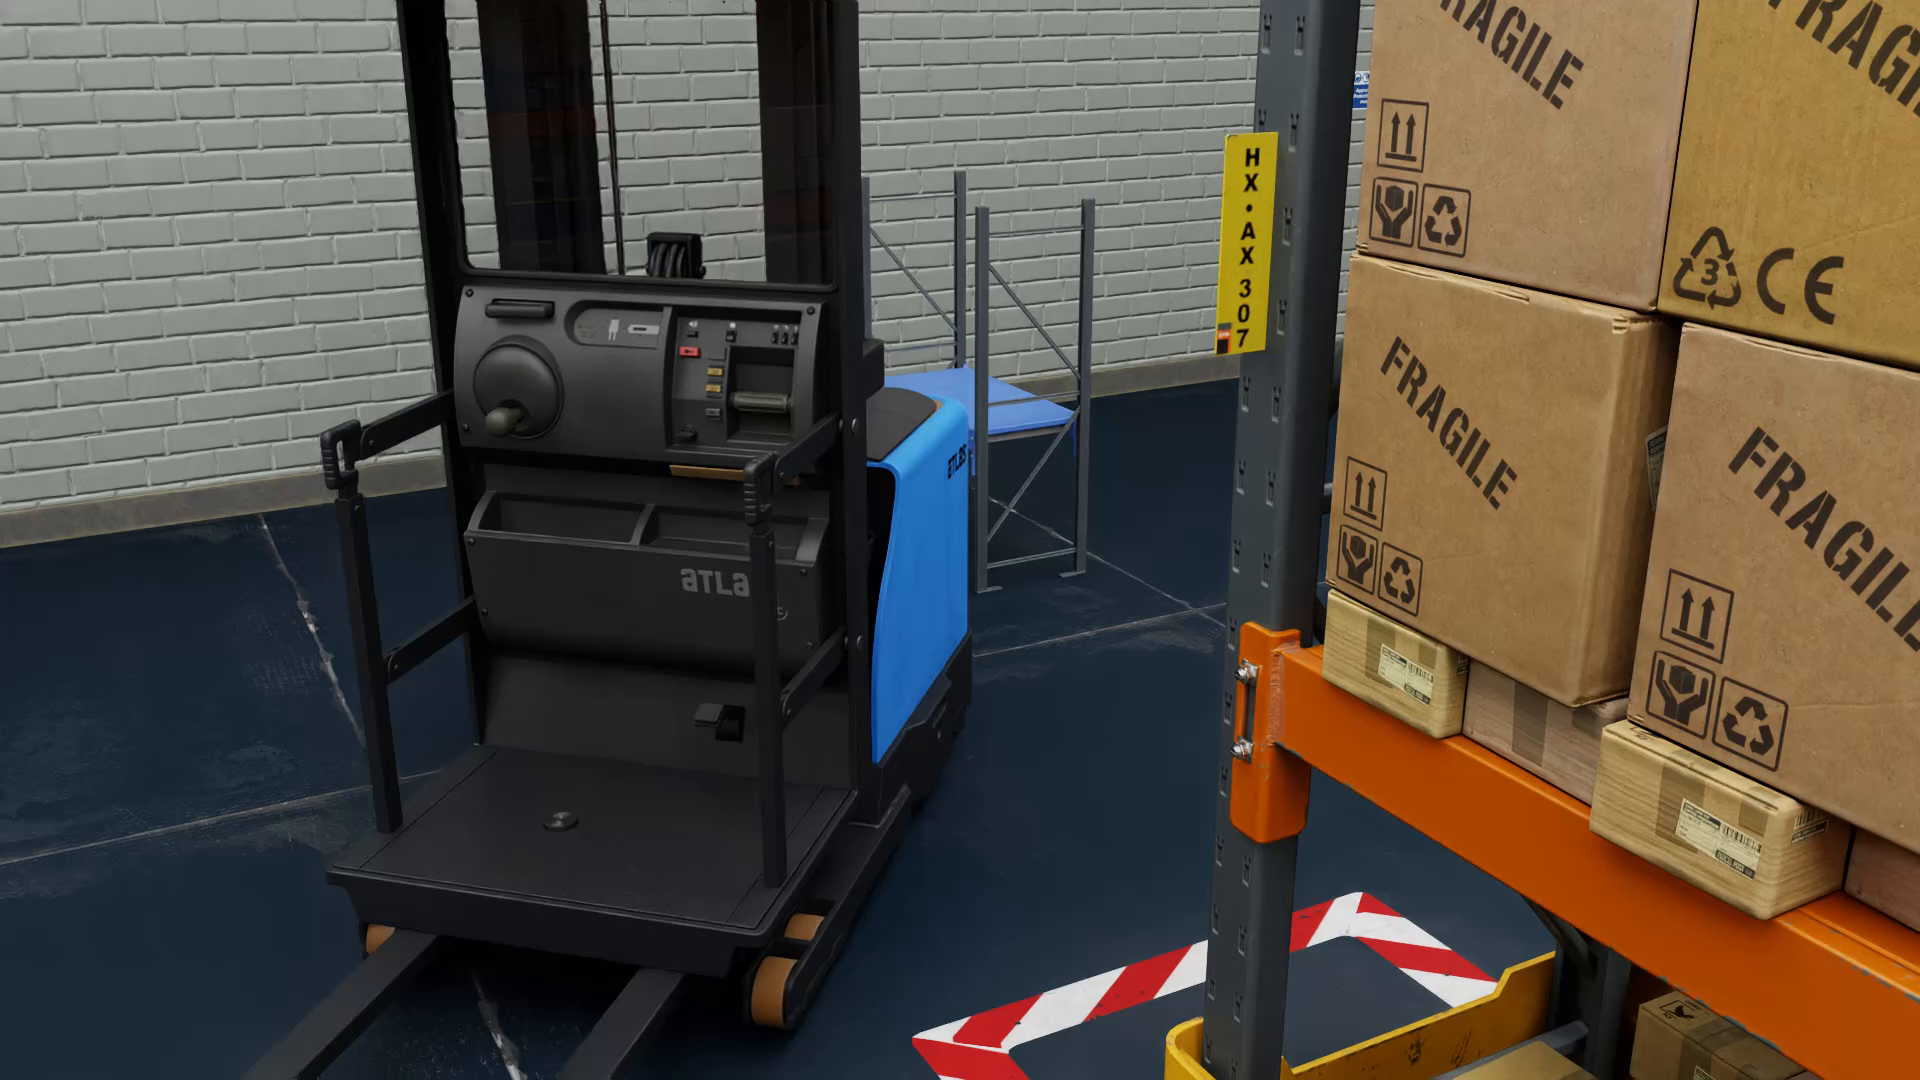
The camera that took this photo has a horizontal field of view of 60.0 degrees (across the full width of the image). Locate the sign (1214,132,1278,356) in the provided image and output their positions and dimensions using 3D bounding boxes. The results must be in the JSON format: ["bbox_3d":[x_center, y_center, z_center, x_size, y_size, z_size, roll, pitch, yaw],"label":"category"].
[{"bbox_3d":[0.429,-0.440,2.480,0.100,0.325,0.005,-10,21,-27],"label":"sign"}]

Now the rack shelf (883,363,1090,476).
[{"bbox_3d":[0.041,-0.514,6.874,0.538,0.185,1.000,-10,21,-27],"label":"rack shelf"}]

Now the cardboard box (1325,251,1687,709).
[{"bbox_3d":[0.877,-0.131,2.303,0.500,0.500,0.500,-9,21,-24],"label":"cardboard box"}]

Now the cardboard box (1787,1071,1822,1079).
[{"bbox_3d":[1.450,0.947,2.603,0.380,0.149,0.250,-10,21,-26],"label":"cardboard box"}]

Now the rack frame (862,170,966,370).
[{"bbox_3d":[-0.201,-0.830,7.239,0.500,1.500,0.032,-10,21,-27],"label":"rack frame"}]

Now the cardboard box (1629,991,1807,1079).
[{"bbox_3d":[1.381,0.866,2.838,0.380,0.149,0.250,-10,21,-26],"label":"cardboard box"}]

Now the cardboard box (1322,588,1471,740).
[{"bbox_3d":[0.772,0.148,2.489,0.380,0.149,0.250,-10,21,-27],"label":"cardboard box"}]

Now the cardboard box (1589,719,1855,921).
[{"bbox_3d":[1.010,0.300,2.048,0.380,0.149,0.250,-11,22,-28],"label":"cardboard box"}]

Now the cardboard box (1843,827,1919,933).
[{"bbox_3d":[1.254,0.353,1.894,0.380,0.149,0.250,-9,21,-24],"label":"cardboard box"}]

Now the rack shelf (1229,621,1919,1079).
[{"bbox_3d":[1.856,0.800,1.318,1.077,0.370,4.000,-10,21,-27],"label":"rack shelf"}]

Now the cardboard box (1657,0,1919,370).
[{"bbox_3d":[1.131,-0.461,1.727,0.500,0.500,0.500,-9,21,-25],"label":"cardboard box"}]

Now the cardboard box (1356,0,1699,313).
[{"bbox_3d":[0.886,-0.605,2.144,0.500,0.500,0.500,-10,21,-27],"label":"cardboard box"}]

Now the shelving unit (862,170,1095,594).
[{"bbox_3d":[0.041,-0.684,6.816,0.538,1.500,1.048,-10,21,-27],"label":"shelving unit"}]

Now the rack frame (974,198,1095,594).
[{"bbox_3d":[0.282,-0.539,6.393,0.500,1.500,0.032,-10,21,-27],"label":"rack frame"}]

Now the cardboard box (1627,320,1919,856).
[{"bbox_3d":[1.153,0.019,1.869,0.500,0.500,0.500,-10,21,-27],"label":"cardboard box"}]

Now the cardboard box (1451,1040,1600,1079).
[{"bbox_3d":[0.856,0.956,2.576,0.380,0.149,0.250,-11,22,-29],"label":"cardboard box"}]

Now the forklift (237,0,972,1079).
[{"bbox_3d":[-0.830,-0.392,3.775,1.130,2.935,3.031,5,20,14],"label":"forklift"}]

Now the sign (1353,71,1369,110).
[{"bbox_3d":[2.445,-2.663,9.837,0.327,0.218,0.001,-10,21,-27],"label":"sign"}]

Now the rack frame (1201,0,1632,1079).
[{"bbox_3d":[0.904,-0.114,2.863,0.949,2.616,0.053,-10,21,-27],"label":"rack frame"}]

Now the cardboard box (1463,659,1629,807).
[{"bbox_3d":[0.929,0.215,2.296,0.380,0.149,0.250,-9,21,-25],"label":"cardboard box"}]

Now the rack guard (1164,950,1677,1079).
[{"bbox_3d":[0.943,1.089,3.209,1.175,0.500,0.348,-10,21,-27],"label":"rack guard"}]
